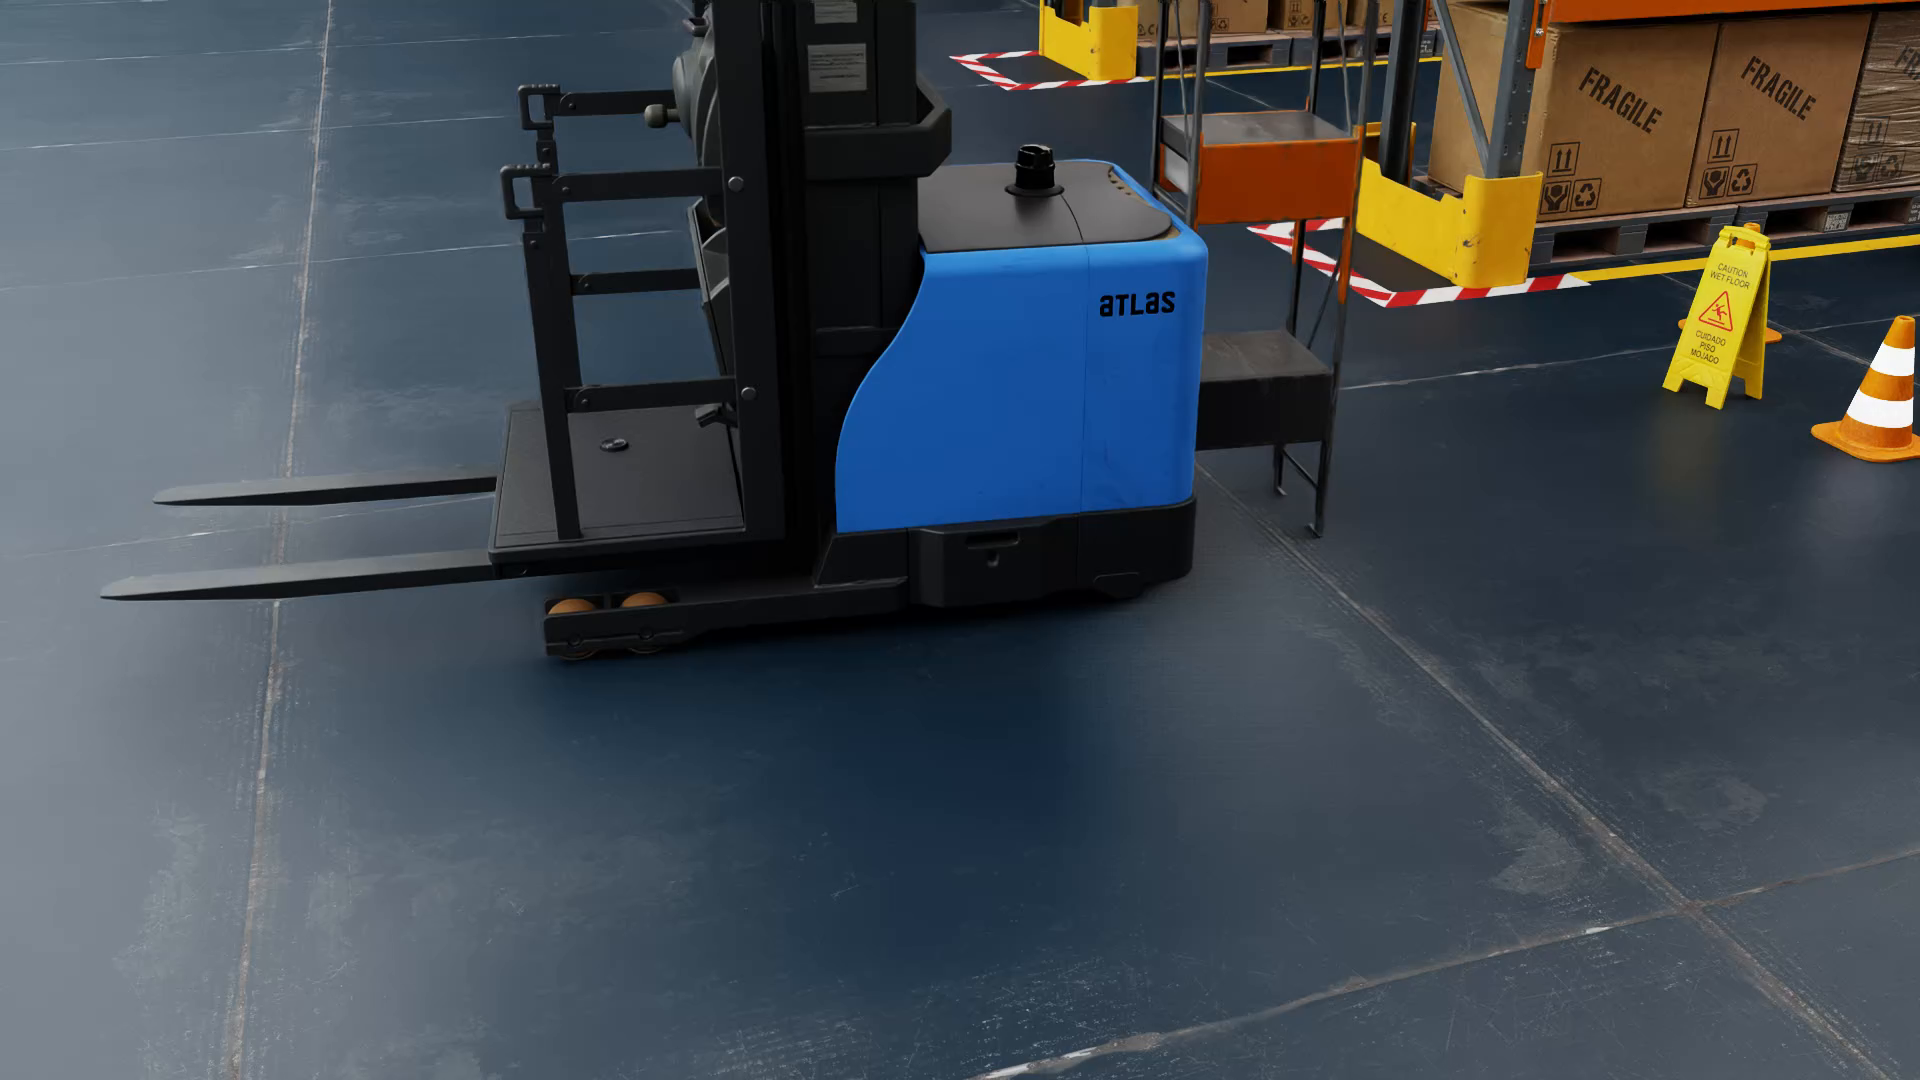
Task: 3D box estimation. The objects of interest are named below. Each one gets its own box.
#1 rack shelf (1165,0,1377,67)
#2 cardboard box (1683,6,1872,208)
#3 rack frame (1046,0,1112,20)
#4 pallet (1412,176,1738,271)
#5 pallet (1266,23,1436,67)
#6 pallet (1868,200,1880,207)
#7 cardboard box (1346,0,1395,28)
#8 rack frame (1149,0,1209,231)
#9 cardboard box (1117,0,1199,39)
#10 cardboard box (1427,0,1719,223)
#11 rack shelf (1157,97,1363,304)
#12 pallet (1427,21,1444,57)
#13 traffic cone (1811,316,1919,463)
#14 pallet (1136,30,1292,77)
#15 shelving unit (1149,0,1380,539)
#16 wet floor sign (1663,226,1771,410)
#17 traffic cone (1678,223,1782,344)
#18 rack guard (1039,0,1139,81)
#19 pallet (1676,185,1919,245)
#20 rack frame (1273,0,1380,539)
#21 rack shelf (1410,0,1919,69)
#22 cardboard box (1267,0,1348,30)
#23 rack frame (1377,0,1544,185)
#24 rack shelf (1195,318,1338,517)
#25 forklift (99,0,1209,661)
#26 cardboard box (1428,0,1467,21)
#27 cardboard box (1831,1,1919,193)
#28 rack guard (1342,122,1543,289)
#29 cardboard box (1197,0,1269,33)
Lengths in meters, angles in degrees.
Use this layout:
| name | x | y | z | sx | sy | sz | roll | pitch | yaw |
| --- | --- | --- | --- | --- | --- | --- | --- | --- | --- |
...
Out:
| name | x | y | z | sx | sy | sz | roll | pitch | yaw |
| --- | --- | --- | --- | --- | --- | --- | --- | --- | --- |
| rack shelf | 0.862 | -1.627 | 4.622 | 0.480 | 0.518 | 0.431 | -5 | 27 | -10 |
| cardboard box | 3.761 | -2.227 | 8.281 | 0.875 | 0.875 | 0.875 | -9 | 28 | -17 |
| rack frame | 0.861 | -4.859 | 11.664 | 0.127 | 3.000 | 1.000 | -8 | 28 | -16 |
| pallet | 3.036 | -1.642 | 8.320 | 1.213 | 0.211 | 1.003 | -8 | 28 | -16 |
| pallet | 2.874 | -3.884 | 12.835 | 1.213 | 0.211 | 1.003 | -8 | 28 | -16 |
| pallet | 5.357 | -1.978 | 8.997 | 1.213 | 0.211 | 1.003 | -8 | 28 | -16 |
| cardboard box | 3.163 | -4.239 | 12.754 | 0.500 | 0.500 | 0.500 | -11 | 28 | -21 |
| rack frame | 0.622 | -0.991 | 4.886 | 0.015 | 2.100 | 0.400 | -5 | 27 | -10 |
| cardboard box | 1.459 | -4.006 | 12.285 | 0.500 | 0.500 | 0.500 | -3 | 27 | -7 |
| cardboard box | 2.925 | -2.105 | 8.035 | 0.875 | 0.875 | 0.875 | -8 | 28 | -16 |
| rack shelf | 0.862 | -1.000 | 4.934 | 0.480 | 0.518 | 0.431 | -5 | 27 | -10 |
| pallet | 4.036 | -4.053 | 13.177 | 1.213 | 0.211 | 1.003 | -8 | 28 | -16 |
| traffic cone | 3.272 | -0.560 | 5.857 | 0.334 | 0.463 | 0.336 | -8 | 28 | -16 |
| pallet | 1.716 | -3.717 | 12.500 | 1.213 | 0.211 | 1.003 | -8 | 28 | -16 |
| shelving unit | 0.862 | -1.012 | 4.928 | 0.503 | 2.100 | 0.431 | -5 | 27 | -10 |
| wet floor sign | 2.886 | -0.852 | 6.241 | 0.232 | 0.644 | 0.267 | -13 | 29 | -25 |
| traffic cone | 3.245 | -1.084 | 6.913 | 0.334 | 0.463 | 0.336 | -8 | 28 | -16 |
| rack guard | 0.933 | -3.750 | 12.241 | 0.348 | 0.500 | 1.175 | -8 | 28 | -16 |
| pallet | 4.194 | -1.808 | 8.655 | 1.213 | 0.211 | 1.003 | -8 | 28 | -16 |
| rack frame | 1.101 | -1.033 | 4.969 | 0.015 | 2.100 | 0.400 | -5 | 27 | -10 |
| rack shelf | 4.202 | -2.701 | 8.126 | 4.000 | 0.370 | 1.077 | -8 | 28 | -16 |
| cardboard box | 2.618 | -4.181 | 12.638 | 0.500 | 0.500 | 0.500 | -6 | 27 | -11 |
| rack frame | 2.300 | -2.748 | 7.411 | 0.127 | 3.000 | 1.000 | -8 | 28 | -16 |
| rack shelf | 0.862 | -0.373 | 5.245 | 0.480 | 0.518 | 0.431 | -5 | 27 | -10 |
| forklift | -0.881 | -1.237 | 4.445 | 3.031 | 2.935 | 1.130 | -5 | 27 | -10 |
| cardboard box | 3.729 | -4.358 | 12.993 | 0.500 | 0.500 | 0.500 | 0 | 26 | 0 |
| cardboard box | 4.628 | -2.352 | 8.532 | 0.875 | 0.875 | 0.875 | -8 | 28 | -16 |
| rack guard | 2.278 | -1.625 | 7.961 | 0.348 | 0.500 | 1.175 | -8 | 28 | -16 |
| cardboard box | 2.017 | -4.103 | 12.480 | 0.500 | 0.500 | 0.500 | -1 | 26 | -3 |
